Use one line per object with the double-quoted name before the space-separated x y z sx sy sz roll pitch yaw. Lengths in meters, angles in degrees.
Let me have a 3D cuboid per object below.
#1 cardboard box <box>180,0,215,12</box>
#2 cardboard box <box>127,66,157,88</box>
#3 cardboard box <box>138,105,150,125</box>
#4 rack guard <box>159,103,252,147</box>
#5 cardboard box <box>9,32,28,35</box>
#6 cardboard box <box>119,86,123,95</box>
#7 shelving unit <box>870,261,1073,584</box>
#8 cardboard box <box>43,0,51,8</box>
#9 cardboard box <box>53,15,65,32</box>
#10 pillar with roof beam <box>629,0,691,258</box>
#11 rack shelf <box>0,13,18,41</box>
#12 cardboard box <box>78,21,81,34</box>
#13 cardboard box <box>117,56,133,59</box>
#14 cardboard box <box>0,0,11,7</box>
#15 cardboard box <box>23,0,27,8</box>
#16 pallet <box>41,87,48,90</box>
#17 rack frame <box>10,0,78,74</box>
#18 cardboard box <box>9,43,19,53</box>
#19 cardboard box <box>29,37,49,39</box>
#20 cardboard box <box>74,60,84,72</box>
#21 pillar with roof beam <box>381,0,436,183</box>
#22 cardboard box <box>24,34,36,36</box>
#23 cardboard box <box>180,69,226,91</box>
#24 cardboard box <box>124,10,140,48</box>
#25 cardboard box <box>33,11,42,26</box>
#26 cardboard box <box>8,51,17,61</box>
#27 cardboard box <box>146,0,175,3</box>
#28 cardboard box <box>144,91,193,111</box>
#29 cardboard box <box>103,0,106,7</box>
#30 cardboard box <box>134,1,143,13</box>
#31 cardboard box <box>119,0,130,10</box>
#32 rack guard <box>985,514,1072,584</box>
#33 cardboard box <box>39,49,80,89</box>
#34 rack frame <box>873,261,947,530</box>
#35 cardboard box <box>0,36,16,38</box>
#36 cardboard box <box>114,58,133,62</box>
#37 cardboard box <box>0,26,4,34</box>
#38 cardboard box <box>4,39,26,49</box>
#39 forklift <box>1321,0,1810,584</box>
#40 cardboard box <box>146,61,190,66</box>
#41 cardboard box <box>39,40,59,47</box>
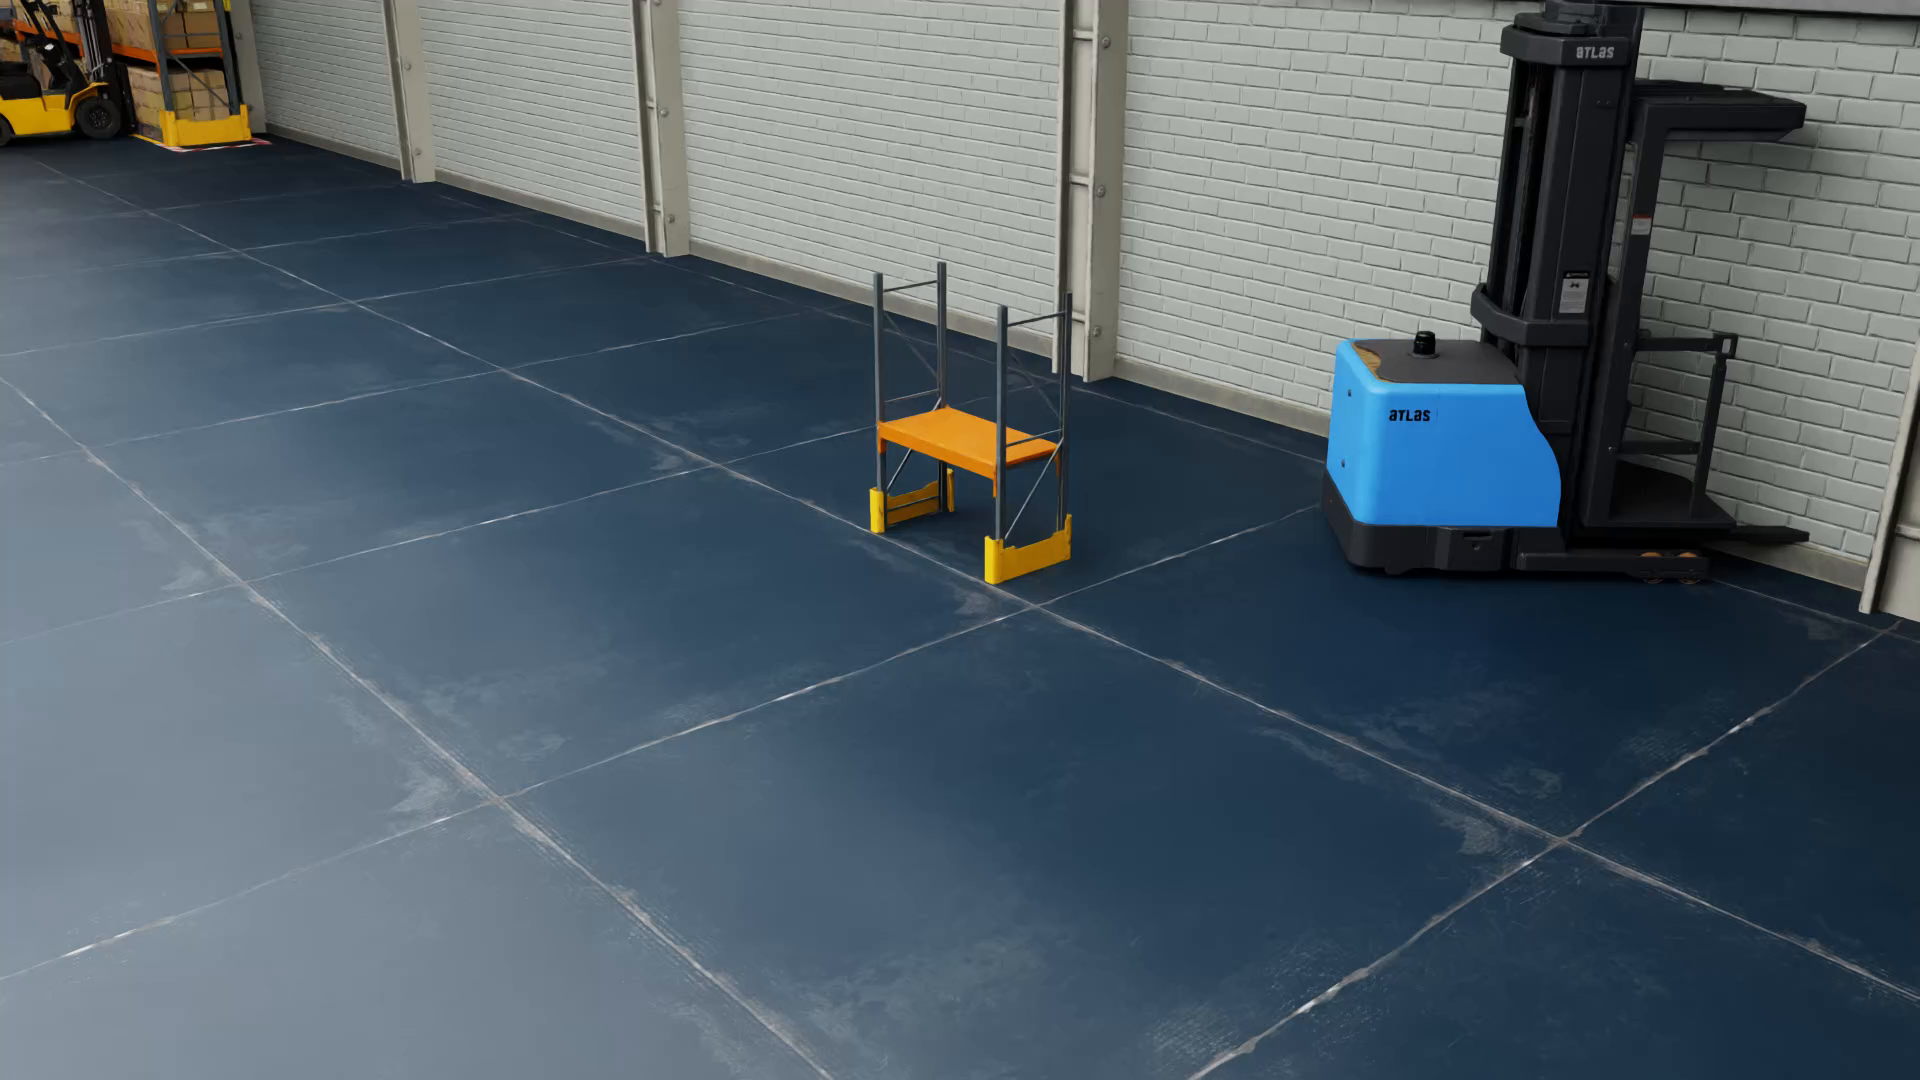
"cardboard box" -11.055 -7.742 24.111 0.380 0.149 0.250 -18 28 -39
"cardboard box" -12.241 -6.949 24.935 0.500 0.250 0.500 -17 27 -37
"cardboard box" -11.893 -6.348 24.772 0.500 0.250 0.500 -17 27 -37
"rack guard" -11.014 -6.068 24.290 1.175 0.500 0.348 -17 27 -37
"cardboard box" -18.228 -9.783 32.310 0.380 0.149 0.250 -17 27 -37
"cardboard box" -12.580 -6.864 25.405 0.500 0.250 0.500 -18 27 -38
"shelving unit" 0.050 -0.677 9.157 0.587 1.500 1.083 -17 27 -37
"cardboard box" -14.826 -8.864 27.522 0.500 0.250 0.500 -17 27 -36
"cardboard box" -14.500 -8.488 27.248 0.500 0.250 0.500 -18 27 -38
"pillar with roof beam" -6.230 -6.098 12.715 9.100 9.000 0.400 -17 27 -37
"rack shelf" -17.557 -9.666 31.036 1.077 0.370 4.000 -17 27 -37
"cardboard box" -13.549 -8.205 26.183 0.500 0.500 0.500 -18 28 -39
"cardboard box" -13.173 -7.634 26.686 0.500 0.250 0.500 -17 27 -36
"cardboard box" -16.971 -9.617 29.694 0.380 0.149 0.250 -17 27 -36
"cardboard box" -15.821 -9.292 28.615 0.500 0.250 0.500 -16 27 -36
"pallet" -15.744 -7.913 29.398 1.003 0.211 1.213 -17 27 -37
"rack frame" -16.252 -9.448 29.494 1.000 3.000 0.127 -17 27 -37
"cardboard box" -16.968 -8.926 30.123 0.380 0.149 0.250 -19 28 -40
"cardboard box" -17.241 -9.345 31.192 0.380 0.149 0.250 -17 27 -37
"cardboard box" -13.990 -7.575 27.390 0.875 0.625 0.625 -16 26 -35
"pillar with roof beam" -10.146 -7.756 16.947 9.100 9.000 0.400 -17 27 -37
"cardboard box" -17.737 -9.564 31.752 0.380 0.149 0.250 -17 27 -36
"cardboard box" -11.200 -6.797 24.548 0.500 0.250 0.500 -18 28 -38
"cardboard box" -11.882 -7.504 24.392 0.500 0.500 0.500 -16 27 -36
"cardboard box" -15.481 -8.917 28.343 0.500 0.250 0.500 -19 28 -39
"cardboard box" -17.009 -8.686 30.401 0.500 0.500 0.500 -18 28 -38
"cardboard box" -11.423 -7.774 23.785 0.380 0.149 0.250 -17 27 -37
"cardboard box" -11.584 -6.446 24.338 0.500 0.250 0.500 -18 28 -38
"cardboard box" -12.818 -8.181 25.231 0.380 0.149 0.250 -19 28 -39
"cardboard box" -11.658 -7.679 23.951 0.380 0.149 0.250 -17 27 -37
"cardboard box" -12.144 -7.899 24.513 0.380 0.149 0.250 -19 28 -39
"rack guard" 0.375 0.042 9.033 0.587 0.250 0.087 -17 27 -37
"cardboard box" -15.422 -8.184 28.946 0.875 0.625 0.625 -16 27 -36
"rack frame" -0.276 -0.815 9.509 0.500 1.500 0.032 -17 27 -37
"cardboard box" -17.930 -9.379 31.279 0.380 0.149 0.250 -16 27 -36
"cardboard box" -13.237 -7.372 26.016 0.500 0.250 0.500 -17 27 -37
"cardboard box" -18.624 -9.803 31.954 0.380 0.149 0.250 -19 28 -40
"cardboard box" -17.407 -9.162 30.725 0.380 0.149 0.250 -18 28 -38
"forklift" 3.629 -1.327 8.853 3.031 2.935 1.130 1 21 2
"cardboard box" -12.177 -7.218 25.623 0.500 0.250 0.500 -18 28 -38
"cardboard box" -16.732 -9.130 30.643 0.380 0.149 0.250 -17 27 -37
